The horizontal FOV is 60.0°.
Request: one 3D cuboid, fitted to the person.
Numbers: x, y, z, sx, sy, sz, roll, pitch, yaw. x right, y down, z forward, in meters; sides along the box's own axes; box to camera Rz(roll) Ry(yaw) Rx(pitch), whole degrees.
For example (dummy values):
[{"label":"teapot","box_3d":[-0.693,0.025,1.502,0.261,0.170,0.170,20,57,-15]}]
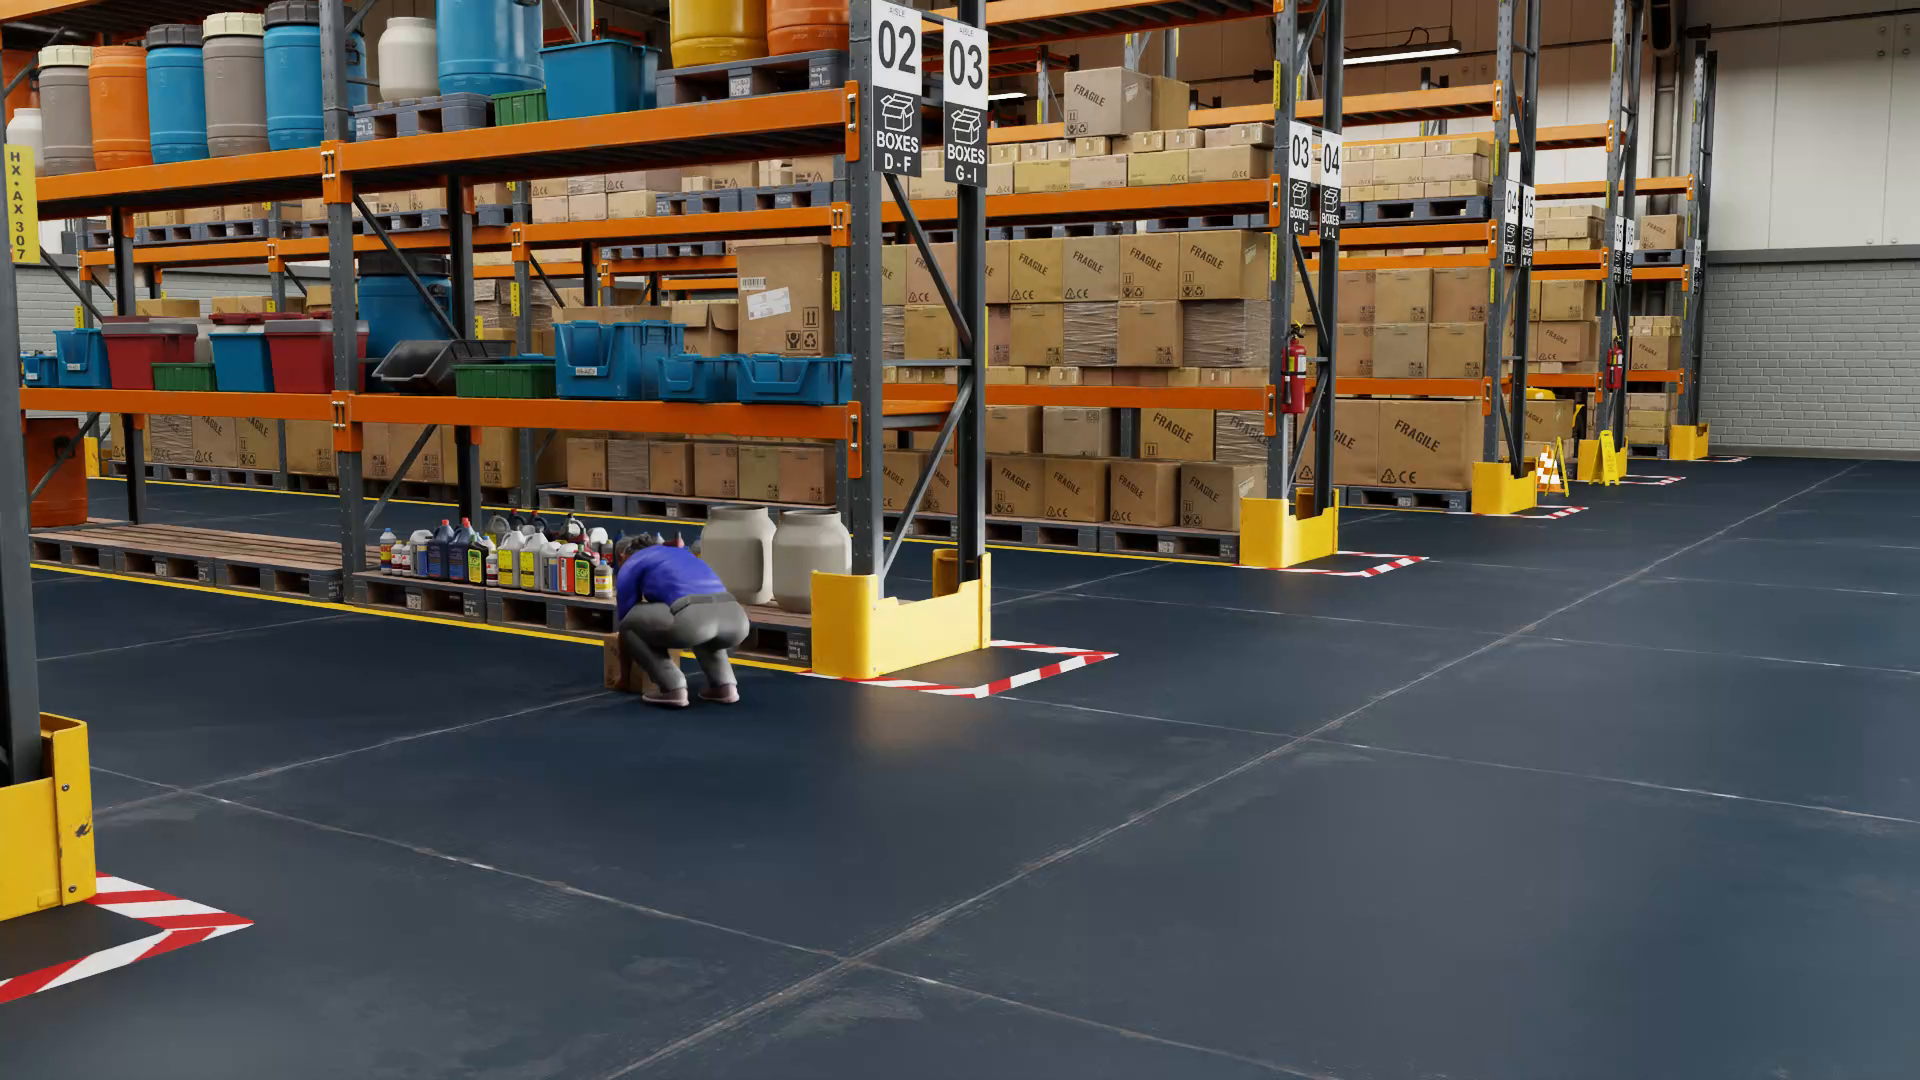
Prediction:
[{"label":"person","box_3d":[-1.301,0.388,7.538,0.459,0.809,0.880,-5,8,-37]}]
